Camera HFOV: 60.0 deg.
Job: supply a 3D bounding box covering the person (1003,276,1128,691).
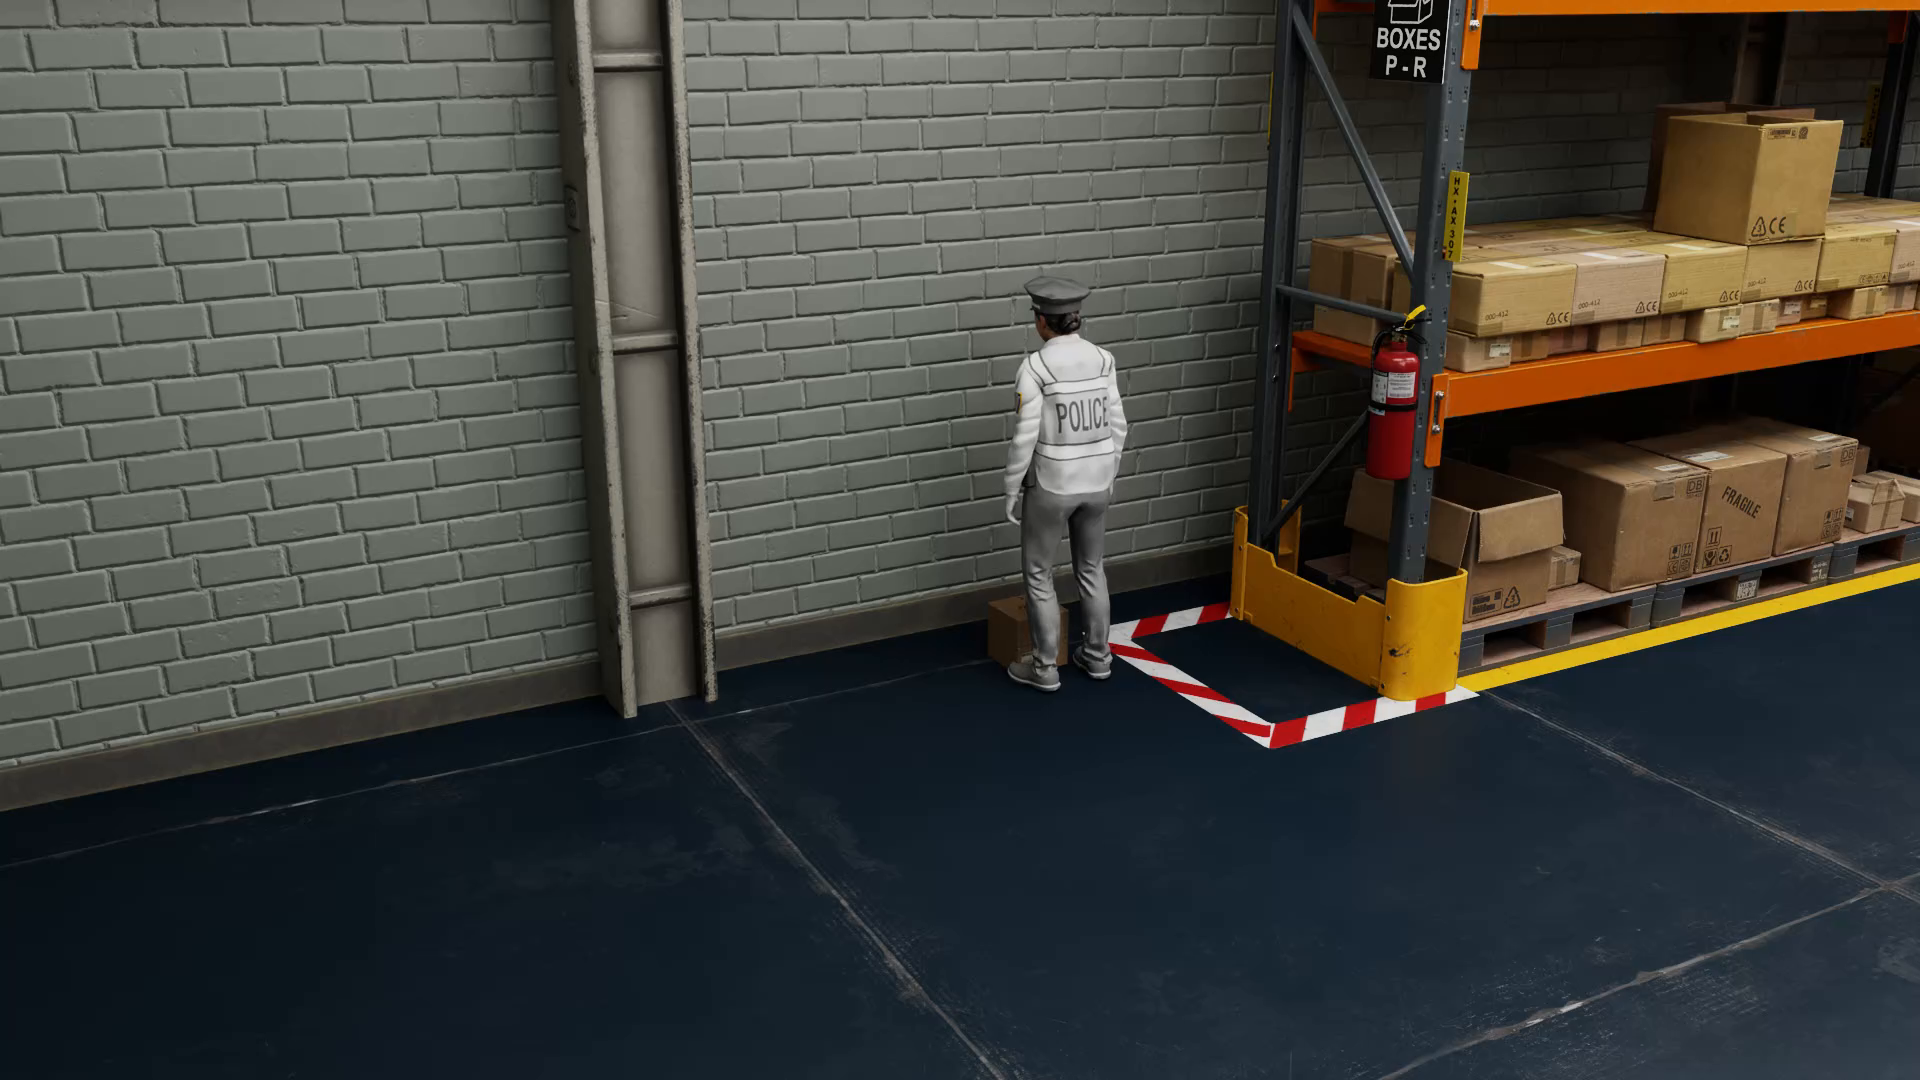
[{"bbox_3d":[0.415,-0.207,6.669,0.529,1.664,0.371,-10,21,-26],"label":"person"}]
